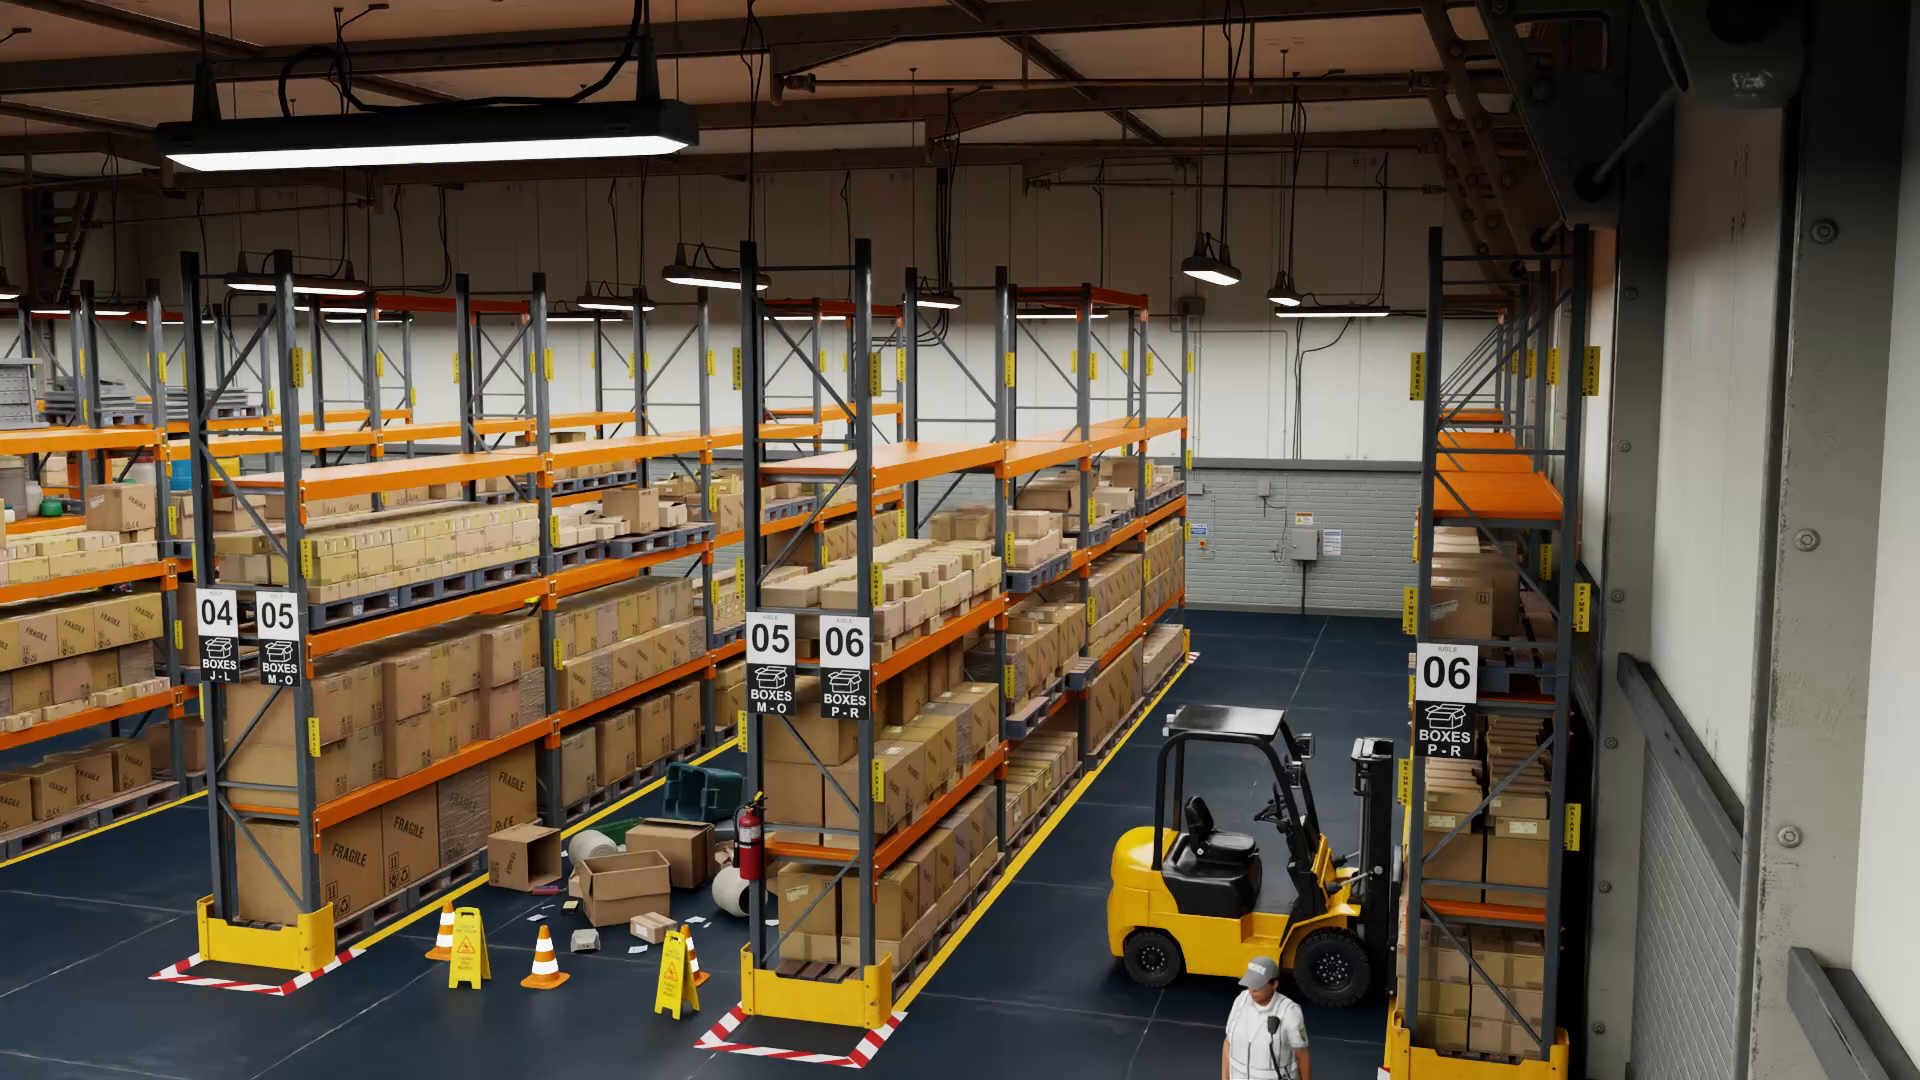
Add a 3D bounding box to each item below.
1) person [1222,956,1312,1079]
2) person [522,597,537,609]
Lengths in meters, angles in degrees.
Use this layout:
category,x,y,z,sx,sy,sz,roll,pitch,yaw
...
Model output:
category,x,y,z,sx,sy,sz,roll,pitch,yaw
person,1.753,3.252,9.758,0.552,1.620,0.927,6,9,43
person,-6.218,1.631,23.785,0.546,1.714,1.022,3,7,22
